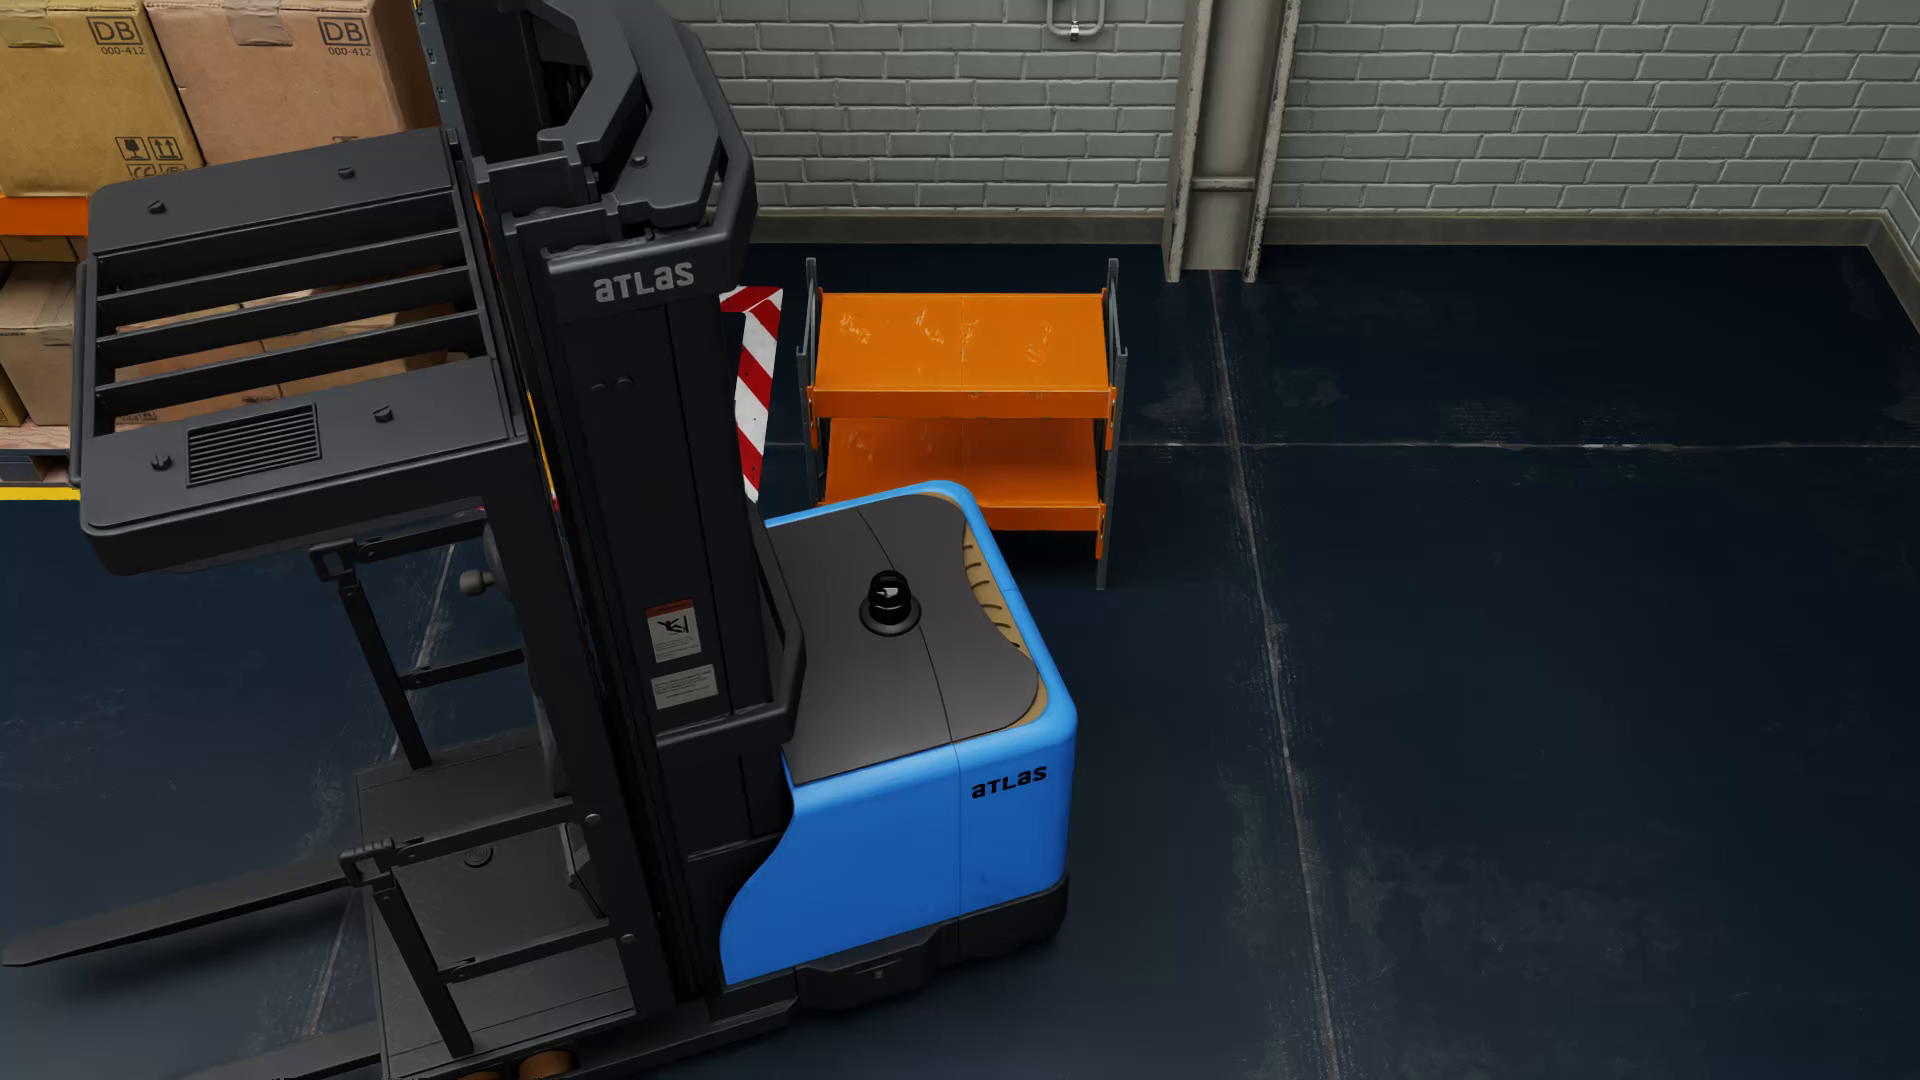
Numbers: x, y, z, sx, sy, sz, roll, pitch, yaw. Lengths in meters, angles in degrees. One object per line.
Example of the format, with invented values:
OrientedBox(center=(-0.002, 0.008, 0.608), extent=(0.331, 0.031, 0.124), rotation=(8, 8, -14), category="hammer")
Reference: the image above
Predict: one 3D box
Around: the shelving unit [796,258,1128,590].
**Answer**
OrientedBox(center=(0.007, -0.383, 5.838), extent=(1.048, 1.125, 0.538), rotation=(0, 47, 0), category="shelving unit")

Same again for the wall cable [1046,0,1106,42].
OrientedBox(center=(-0.313, -2.677, 5.998), extent=(1.851, 1.984, 0.084), rotation=(0, 47, 0), category="wall cable")

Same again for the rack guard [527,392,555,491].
OrientedBox(center=(-1.573, -0.790, 6.644), extent=(0.348, 0.500, 1.175), rotation=(0, 47, 0), category="rack guard")

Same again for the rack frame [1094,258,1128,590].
OrientedBox(center=(0.515, -0.382, 5.837), extent=(0.032, 1.125, 0.500), rotation=(0, 47, 0), category="rack frame")

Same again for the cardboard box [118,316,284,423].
OrientedBox(center=(-2.798, -0.863, 6.425), extent=(0.500, 0.500, 0.700), rotation=(0, 47, 0), category="cardboard box")

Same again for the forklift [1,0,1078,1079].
OrientedBox(center=(-1.248, 0.216, 4.047), extent=(3.031, 2.935, 1.130), rotation=(-14, 49, -13), category="forklift")

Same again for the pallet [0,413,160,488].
OrientedBox(center=(-3.614, -0.642, 6.704), extent=(1.213, 0.211, 1.003), rotation=(0, 47, 0), category="pallet")

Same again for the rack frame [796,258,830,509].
OrientedBox(center=(-0.502, -0.385, 5.840), extent=(0.032, 1.125, 0.500), rotation=(0, 47, 0), category="rack frame")

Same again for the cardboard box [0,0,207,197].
OrientedBox(center=(-2.835, -1.732, 5.608), extent=(0.700, 0.700, 0.980), rotation=(0, 47, 0), category="cardboard box")

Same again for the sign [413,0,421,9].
OrientedBox(center=(-1.613, -1.720, 4.849), extent=(0.005, 0.325, 0.100), rotation=(0, 47, 0), category="sign")

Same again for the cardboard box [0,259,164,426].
OrientedBox(center=(-3.301, -0.864, 6.426), extent=(0.500, 0.500, 0.700), rotation=(-1, 47, -1), category="cardboard box")

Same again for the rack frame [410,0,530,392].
OrientedBox(center=(-1.597, -1.642, 5.729), extent=(0.127, 3.000, 1.000), rotation=(0, 47, 0), category="rack frame")

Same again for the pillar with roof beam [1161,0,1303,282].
OrientedBox(center=(1.090, -1.161, 1.183), extent=(0.400, 9.000, 9.100), rotation=(0, 47, 0), category="pillar with roof beam")

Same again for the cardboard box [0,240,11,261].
OrientedBox(center=(-3.693, -1.232, 6.325), extent=(0.250, 0.149, 0.380), rotation=(-1, 47, -1), category="cardboard box")

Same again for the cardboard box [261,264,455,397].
OrientedBox(center=(-2.298, -0.862, 6.424), extent=(0.500, 0.500, 0.700), rotation=(0, 47, 0), category="cardboard box")

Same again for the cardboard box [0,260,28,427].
OrientedBox(center=(-3.834, -0.860, 6.422), extent=(0.500, 0.500, 0.700), rotation=(1, 47, 1), category="cardboard box")

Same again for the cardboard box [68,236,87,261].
OrientedBox(center=(-3.183, -1.231, 6.324), extent=(0.250, 0.149, 0.380), rotation=(1, 47, 1), category="cardboard box")

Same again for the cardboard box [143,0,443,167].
OrientedBox(center=(-2.107, -1.738, 5.614), extent=(0.700, 0.700, 0.980), rotation=(2, 47, 2), category="cardboard box")

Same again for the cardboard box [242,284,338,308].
OrientedBox(center=(-2.427, -0.950, 6.063), extent=(0.250, 0.149, 0.380), rotation=(0, 47, 0), category="cardboard box")

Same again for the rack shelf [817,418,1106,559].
OrientedBox(center=(0.007, -0.217, 6.017), extent=(1.000, 0.278, 0.538), rotation=(0, 47, 0), category="rack shelf")

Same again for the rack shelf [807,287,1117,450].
OrientedBox(center=(0.007, -0.583, 5.624), extent=(1.000, 0.278, 0.538), rotation=(0, 47, 0), category="rack shelf")

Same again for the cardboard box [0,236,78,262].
OrientedBox(center=(-3.440, -1.231, 6.325), extent=(0.250, 0.149, 0.380), rotation=(1, 47, 1), category="cardboard box")

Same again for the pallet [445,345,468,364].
OrientedBox(center=(-2.397, -0.637, 6.699), extent=(1.213, 0.211, 1.003), rotation=(0, 47, 0), category="pallet")

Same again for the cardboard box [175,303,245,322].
OrientedBox(center=(-2.682, -0.950, 6.063), extent=(0.250, 0.149, 0.380), rotation=(1, 47, 1), category="cardboard box")

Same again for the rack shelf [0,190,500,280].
OrientedBox(center=(-3.597, -1.402, 5.997), extent=(4.000, 0.370, 1.077), rotation=(0, 47, 0), category="rack shelf")
